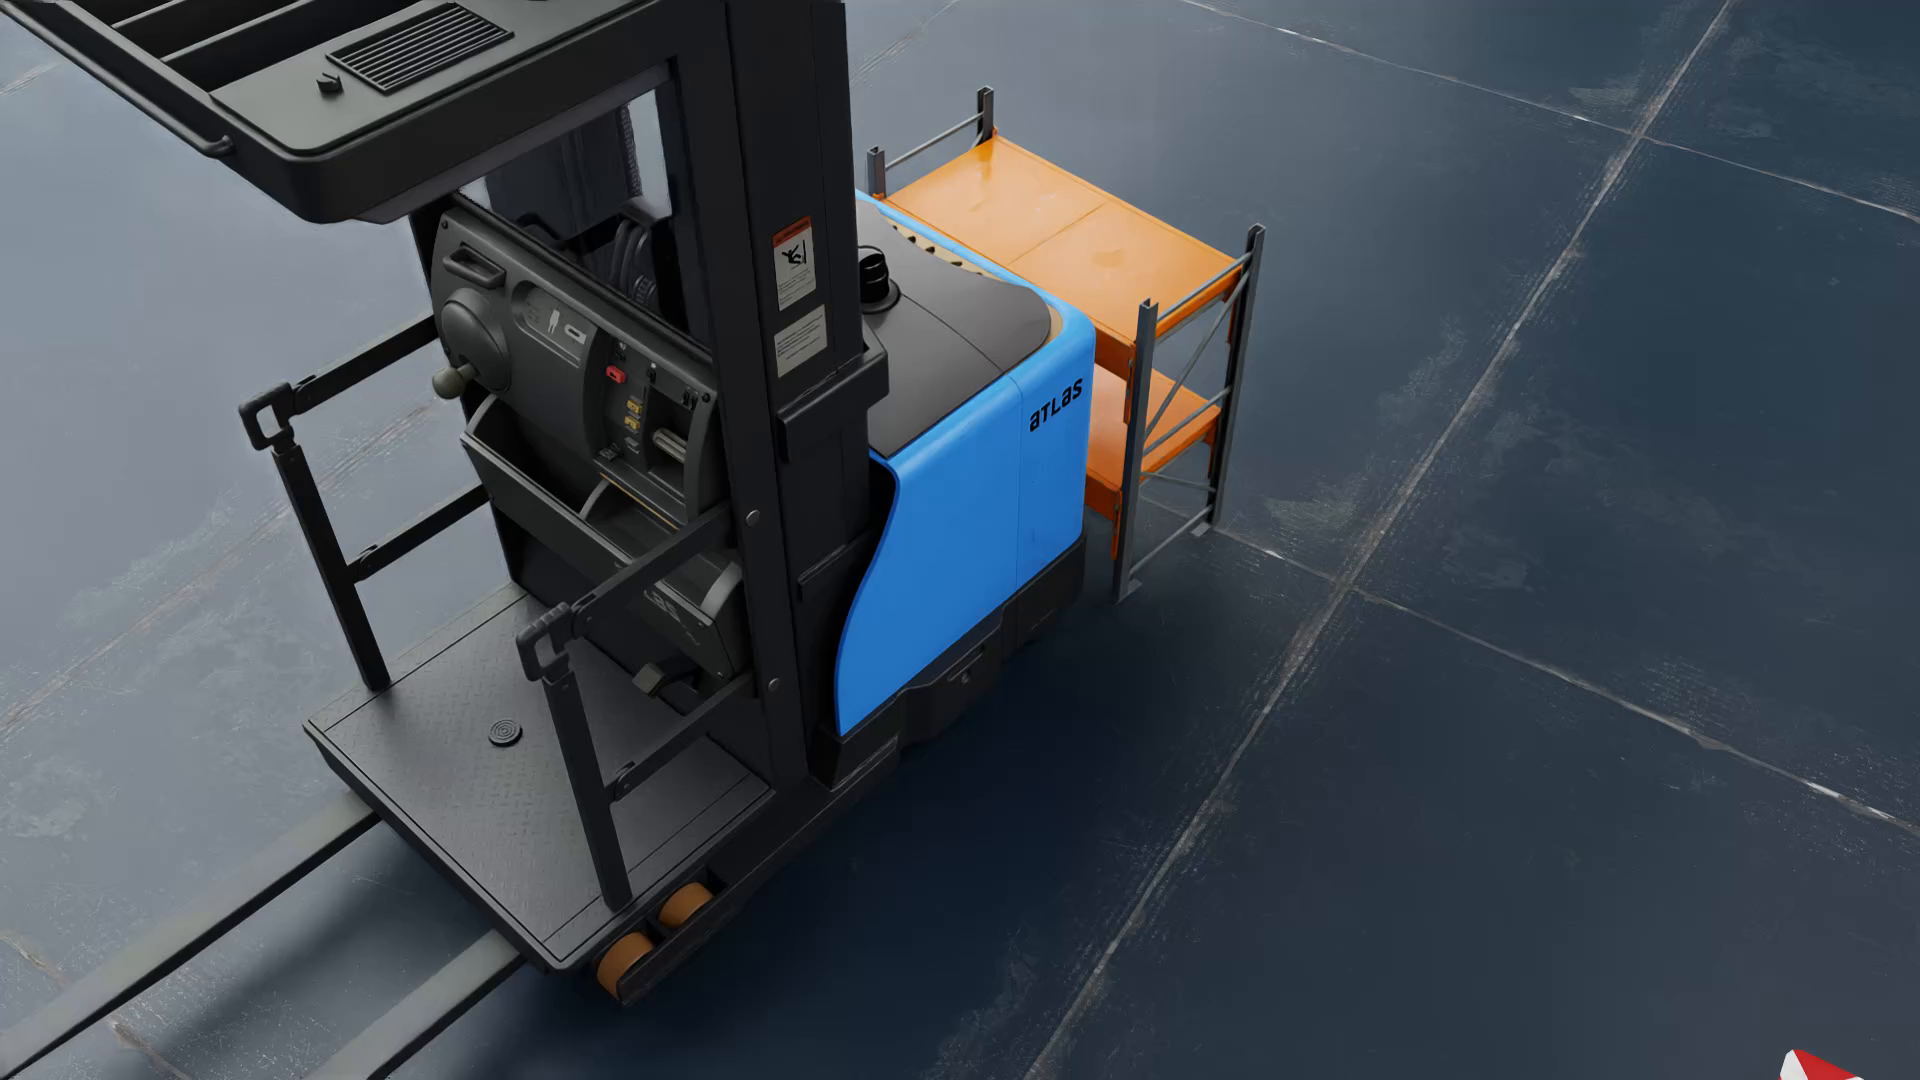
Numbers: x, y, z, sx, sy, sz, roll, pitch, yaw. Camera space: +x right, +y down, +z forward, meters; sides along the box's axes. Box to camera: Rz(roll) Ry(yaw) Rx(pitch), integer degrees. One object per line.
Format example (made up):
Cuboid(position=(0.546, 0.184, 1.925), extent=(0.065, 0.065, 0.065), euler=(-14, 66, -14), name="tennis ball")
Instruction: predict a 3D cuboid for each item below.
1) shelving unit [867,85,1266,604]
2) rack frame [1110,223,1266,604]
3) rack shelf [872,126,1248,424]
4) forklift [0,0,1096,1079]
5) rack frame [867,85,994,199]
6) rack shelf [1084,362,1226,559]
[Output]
Cuboid(position=(0.281, -0.589, 5.038), extent=(1.048, 1.125, 0.538), euler=(35, 55, 29), name="shelving unit")
Cuboid(position=(0.645, -0.334, 4.791), extent=(0.032, 1.125, 0.500), euler=(35, 55, 29), name="rack frame")
Cuboid(position=(0.281, -0.793, 4.828), extent=(1.000, 0.278, 0.538), euler=(35, 55, 29), name="rack shelf")
Cuboid(position=(-0.992, -0.298, 3.496), extent=(1.130, 2.935, 3.031), euler=(33, 54, 28), name="forklift")
Cuboid(position=(-0.083, -0.843, 5.285), extent=(0.032, 1.125, 0.500), euler=(35, 55, 29), name="rack frame")
Cuboid(position=(0.281, -0.418, 5.213), extent=(1.000, 0.278, 0.538), euler=(35, 55, 29), name="rack shelf")
